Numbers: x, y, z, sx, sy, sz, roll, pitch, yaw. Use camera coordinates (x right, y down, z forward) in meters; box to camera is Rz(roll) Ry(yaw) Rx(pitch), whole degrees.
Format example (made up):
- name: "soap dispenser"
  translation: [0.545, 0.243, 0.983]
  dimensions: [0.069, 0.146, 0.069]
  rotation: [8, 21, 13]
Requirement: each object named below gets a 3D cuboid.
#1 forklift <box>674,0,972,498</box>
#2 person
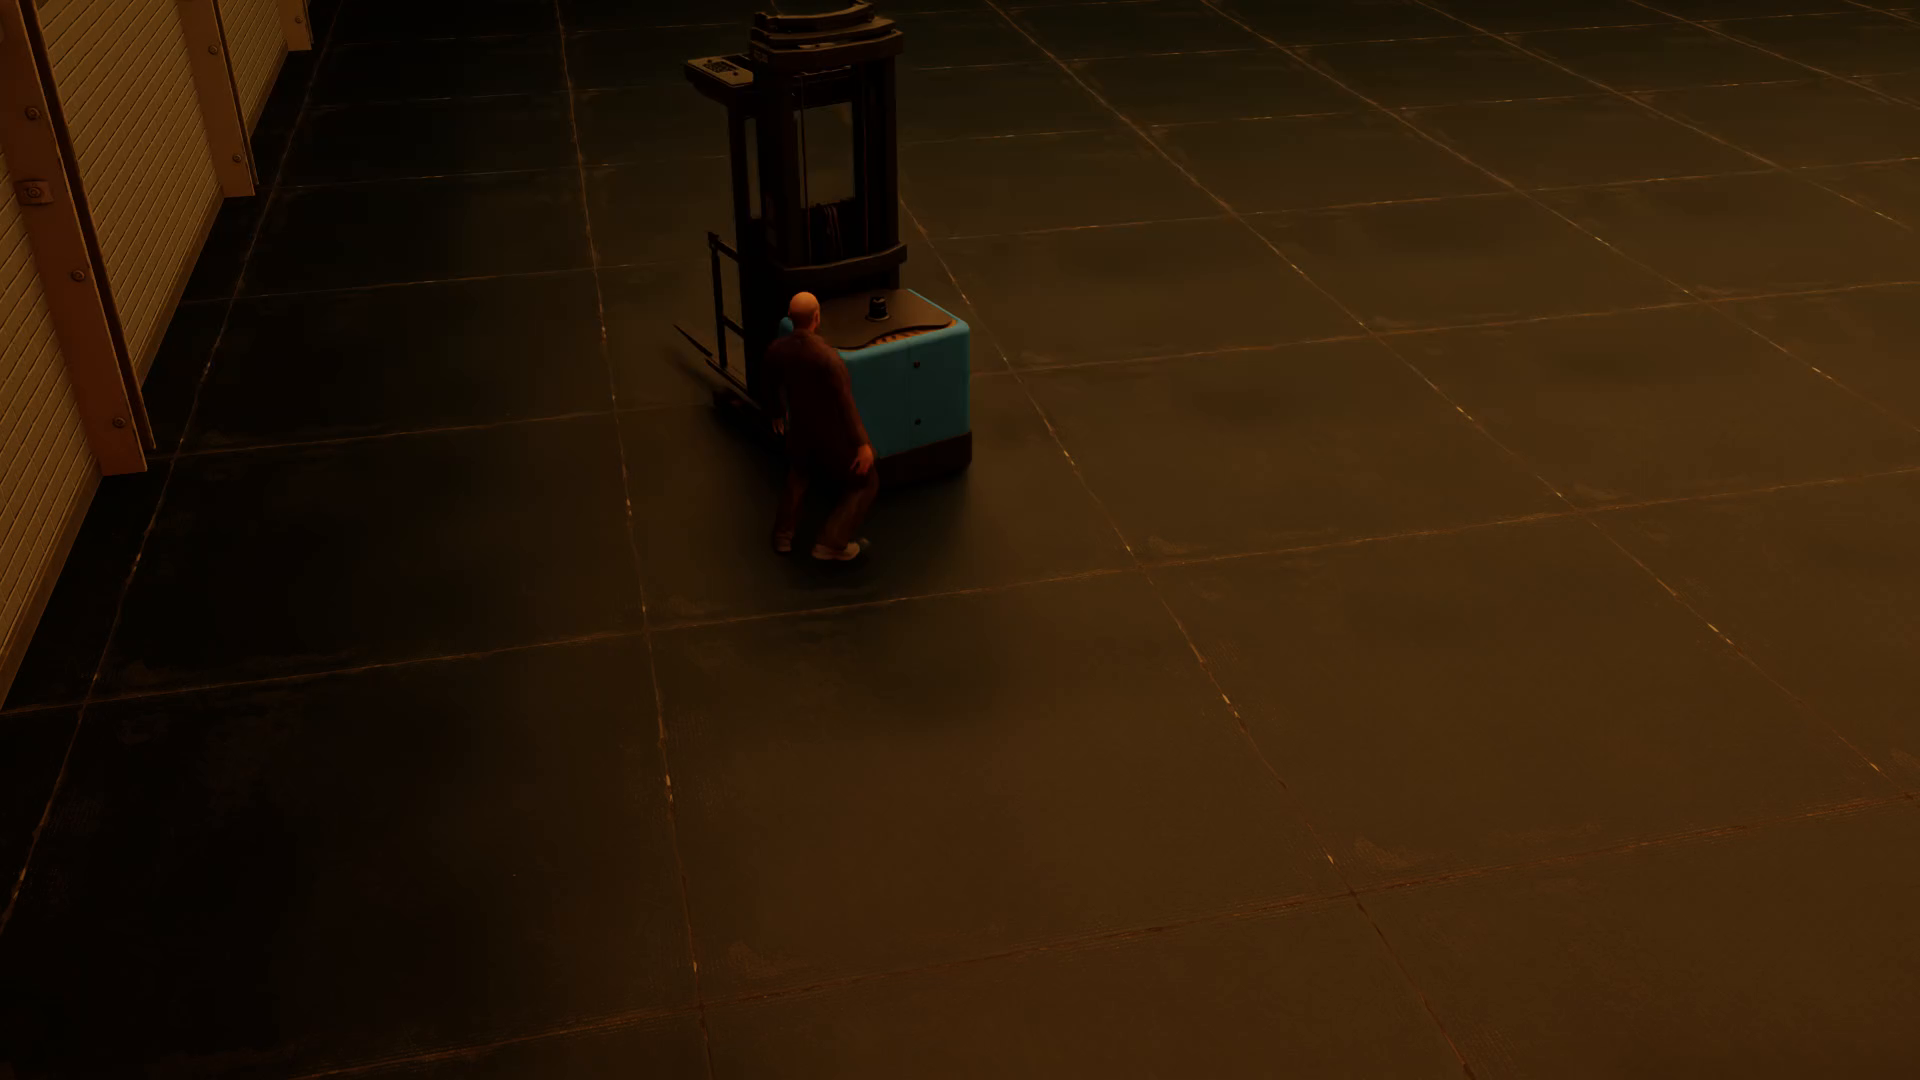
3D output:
- name: "forklift"
  translation: [-1.137, -2.229, 11.424]
  dimensions: [1.130, 2.935, 3.031]
  rotation: [-18, 35, -28]
- name: "person"
  translation: [-0.831, -0.659, 9.971]
  dimensions: [0.939, 1.687, 0.577]
  rotation: [24, 38, 36]
